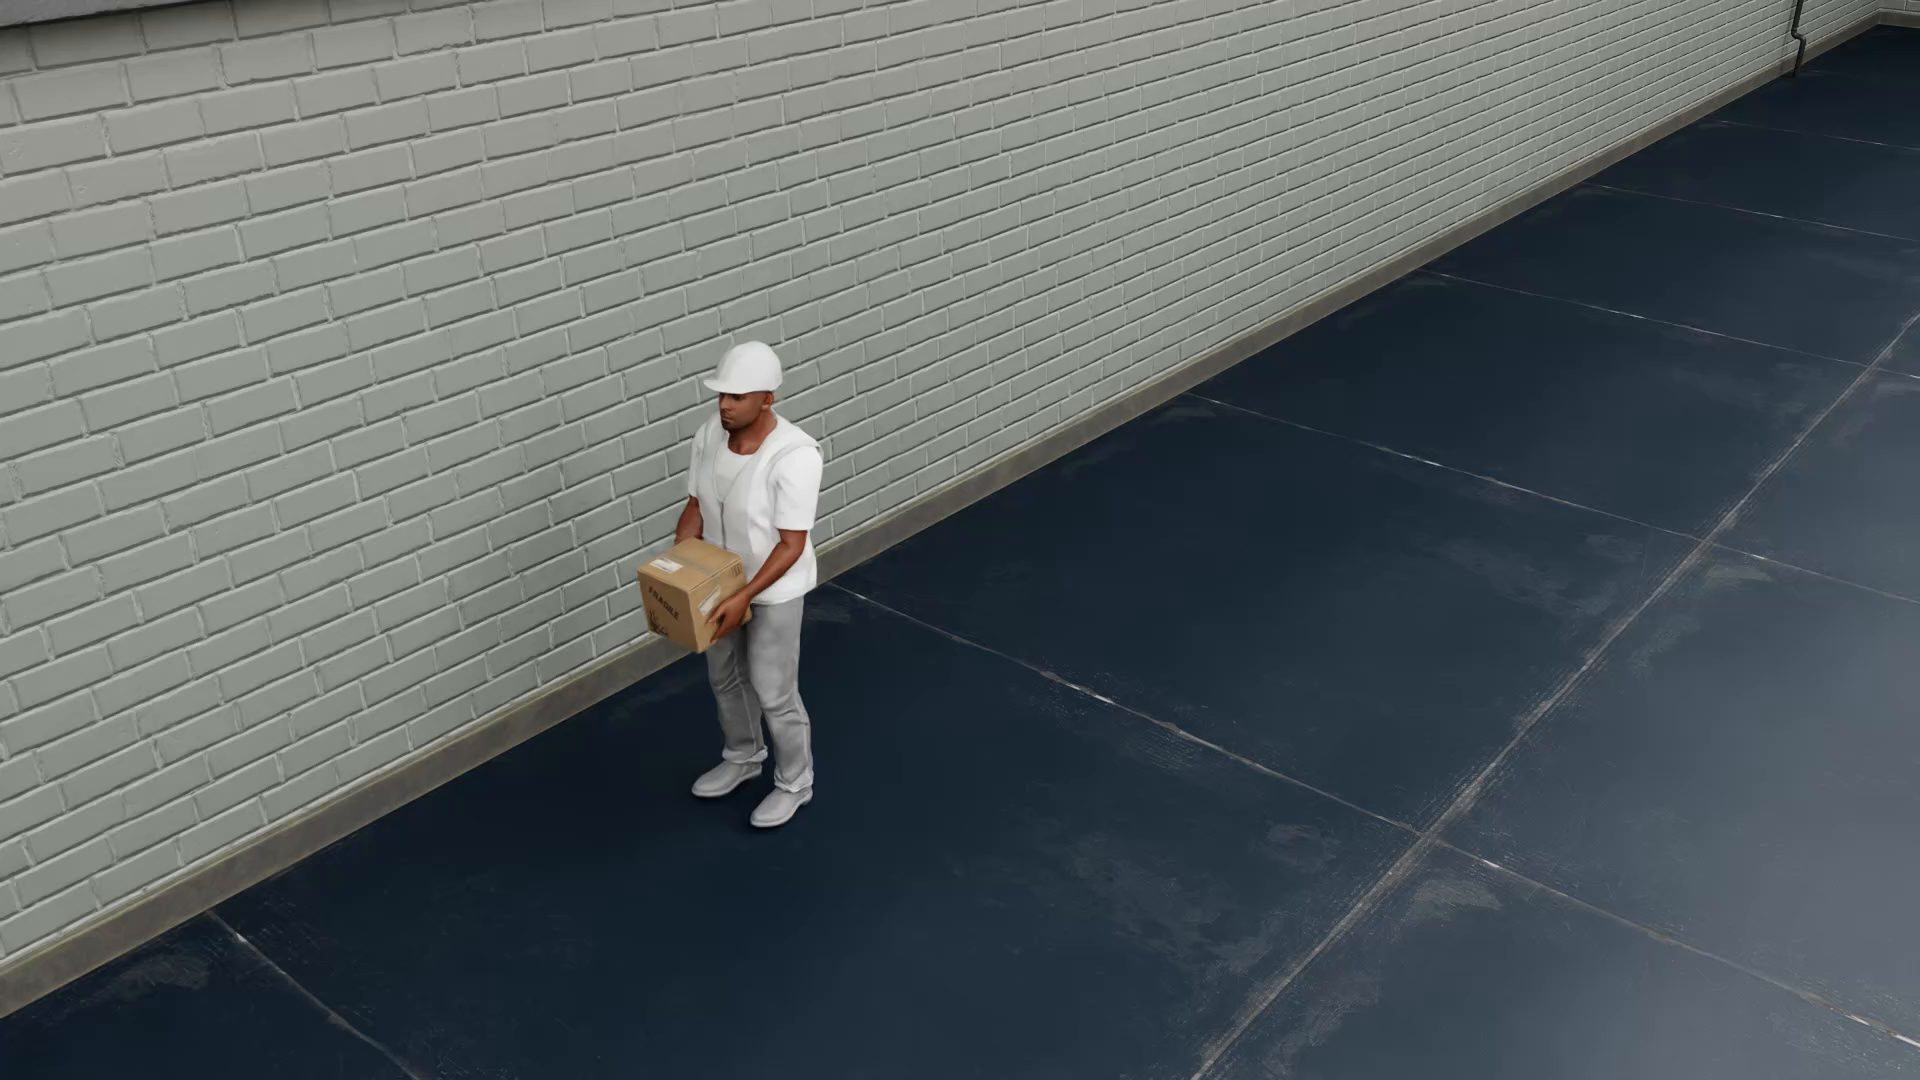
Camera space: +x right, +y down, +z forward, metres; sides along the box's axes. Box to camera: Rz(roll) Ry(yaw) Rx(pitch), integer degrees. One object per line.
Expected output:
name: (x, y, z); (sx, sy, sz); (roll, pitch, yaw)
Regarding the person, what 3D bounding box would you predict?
person: (-0.763, 0.184, 5.731); (0.548, 1.770, 0.541); (20, 34, 34)
